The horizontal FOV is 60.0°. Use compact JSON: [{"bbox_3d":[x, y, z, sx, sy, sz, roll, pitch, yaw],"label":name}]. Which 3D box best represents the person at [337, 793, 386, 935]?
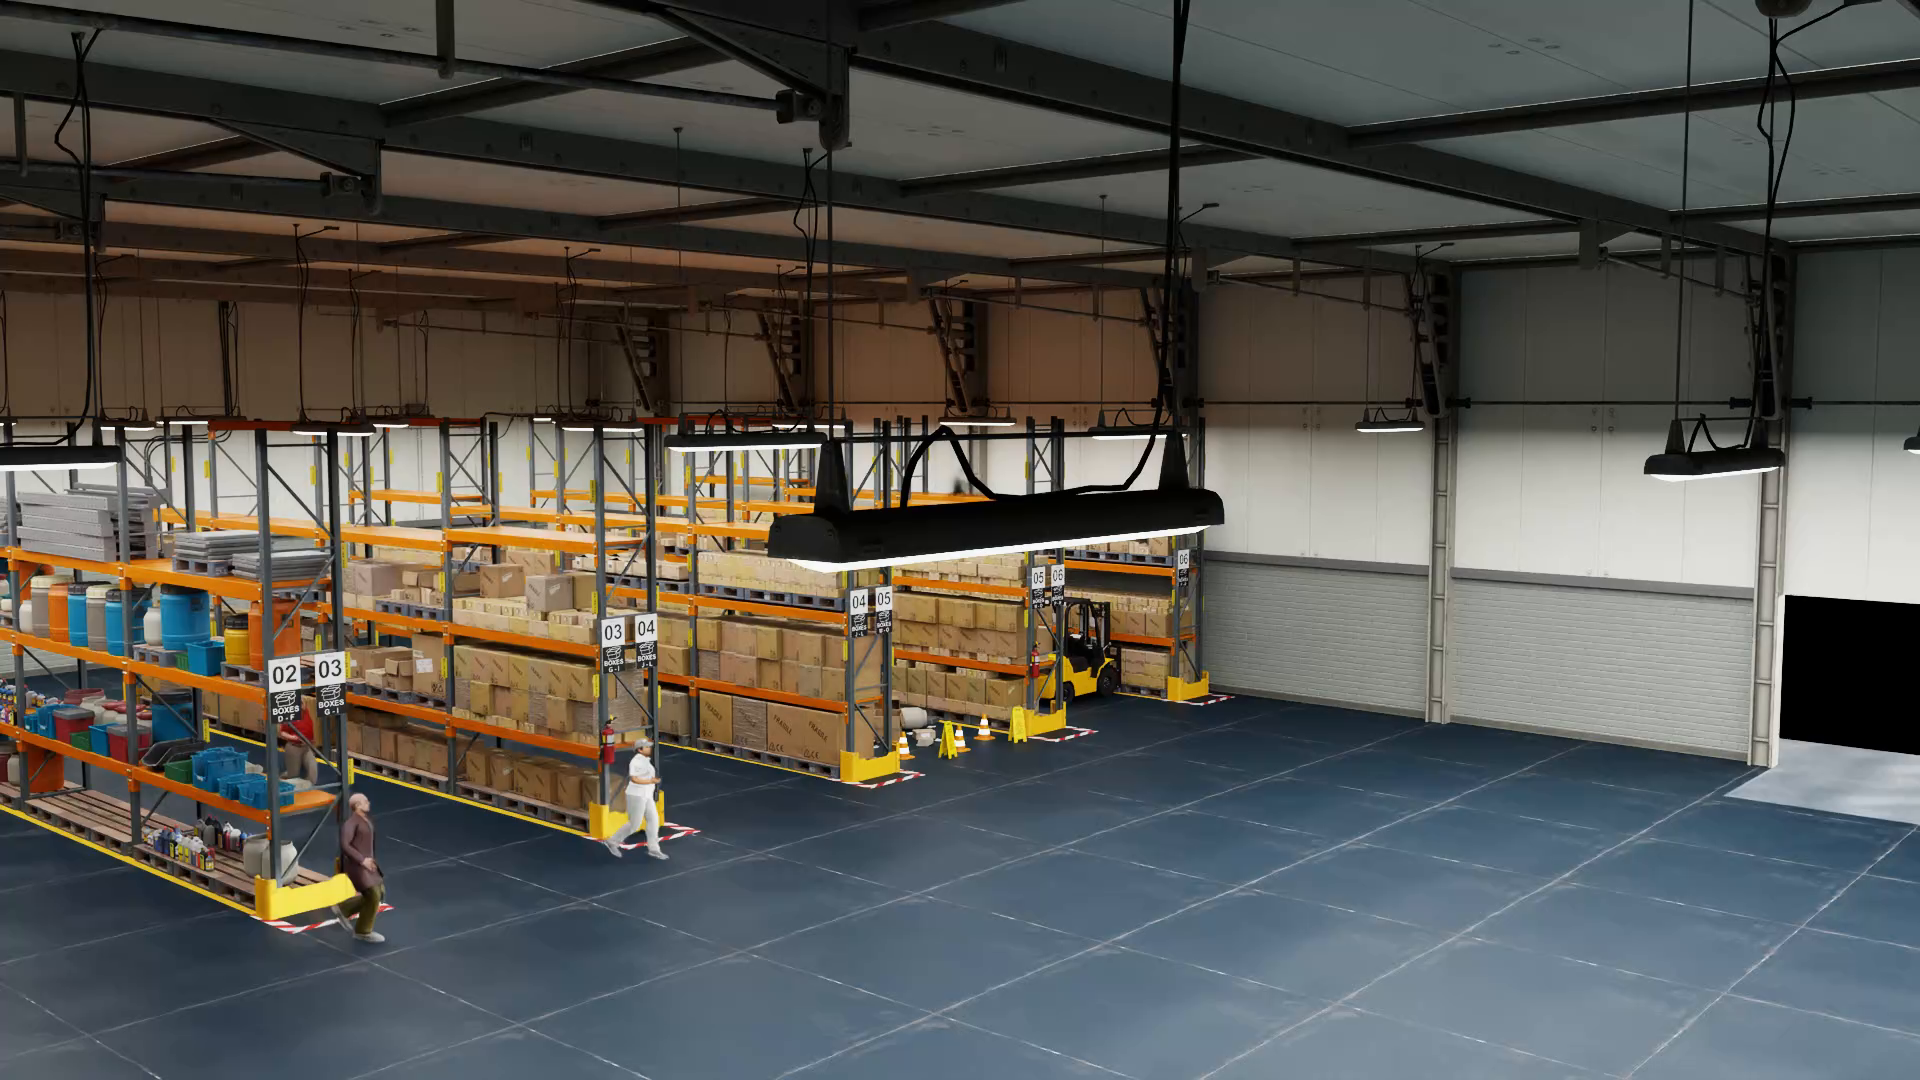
[{"bbox_3d":[-7.065,3.812,19.585,0.548,1.642,0.742,0,5,-5],"label":"person"}]

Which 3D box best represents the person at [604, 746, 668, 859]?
[{"bbox_3d":[-4.473,3.599,23.087,0.859,1.663,0.615,0,5,3],"label":"person"}]

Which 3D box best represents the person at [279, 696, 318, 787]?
[{"bbox_3d":[-10.418,3.251,26.153,0.876,1.618,0.647,2,5,26],"label":"person"}]
